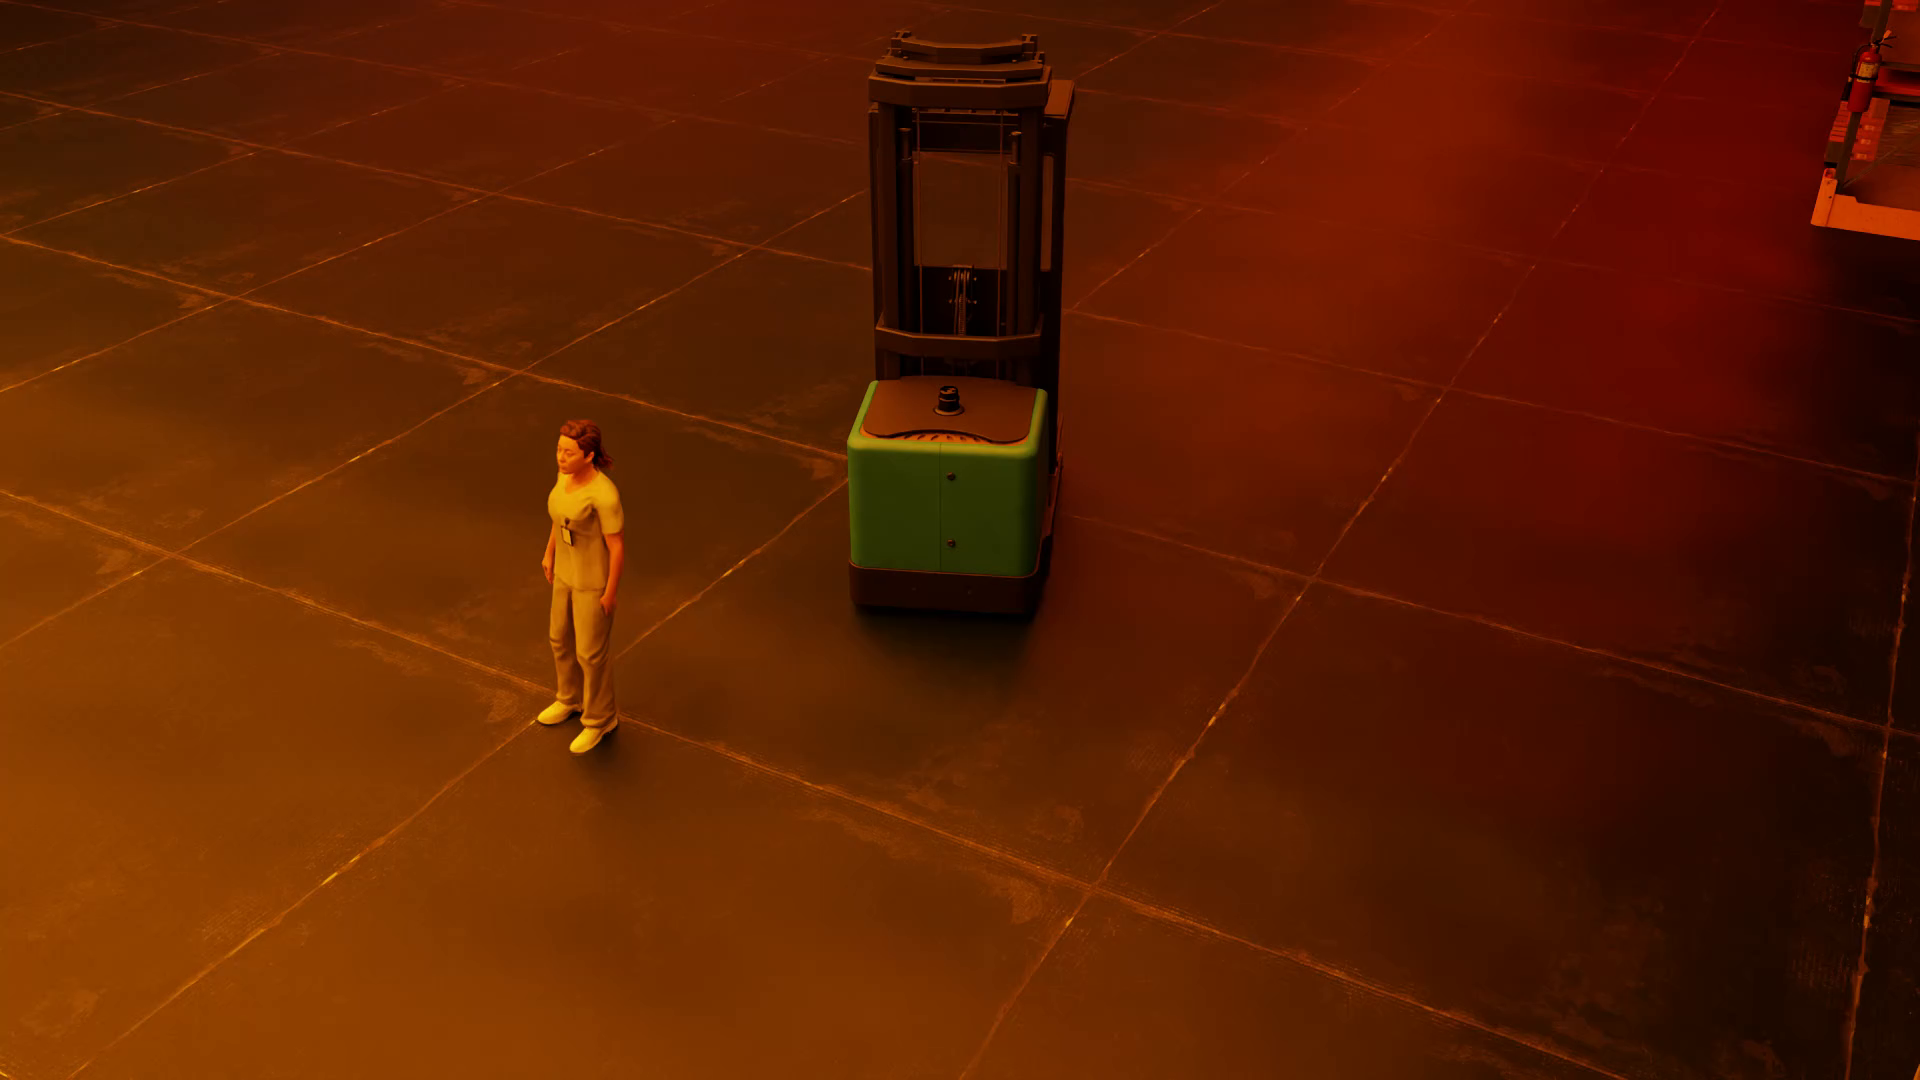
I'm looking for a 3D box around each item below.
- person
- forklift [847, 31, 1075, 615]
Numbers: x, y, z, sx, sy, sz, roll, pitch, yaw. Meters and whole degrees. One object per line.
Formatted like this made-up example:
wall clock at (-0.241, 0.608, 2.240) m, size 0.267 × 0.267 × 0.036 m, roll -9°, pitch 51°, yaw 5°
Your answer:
person at (-1.827, 0.204, 7.990) m, size 0.474 × 1.688 × 0.523 m, roll -25°, pitch 39°, yaw -37°
forklift at (0.072, -1.572, 9.794) m, size 1.130 × 2.935 × 3.031 m, roll 3°, pitch 30°, yaw 6°
